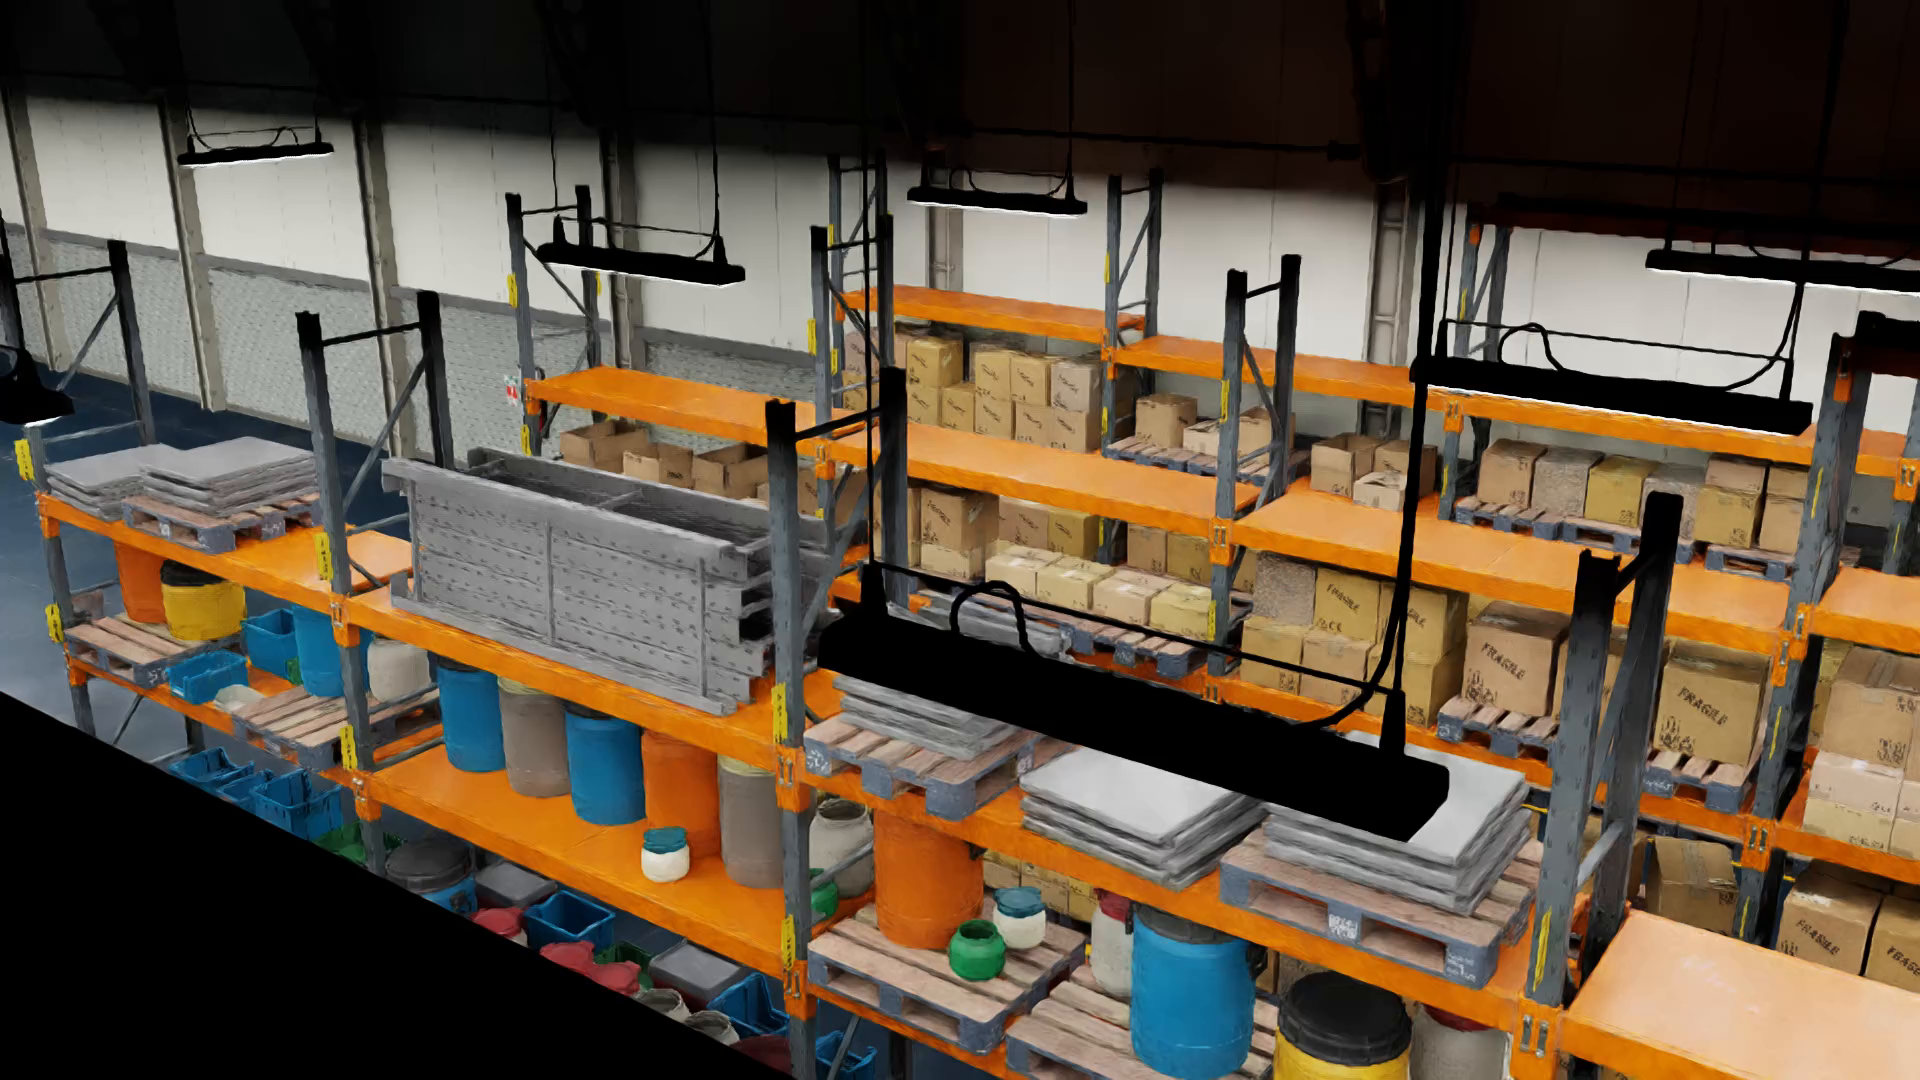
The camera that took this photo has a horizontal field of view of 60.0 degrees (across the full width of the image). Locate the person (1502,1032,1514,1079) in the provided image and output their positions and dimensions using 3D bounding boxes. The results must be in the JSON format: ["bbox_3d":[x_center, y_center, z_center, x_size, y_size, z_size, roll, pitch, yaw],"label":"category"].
[{"bbox_3d":[3.649,3.739,11.374,1.086,1.589,0.495,14,23,36],"label":"person"}]
